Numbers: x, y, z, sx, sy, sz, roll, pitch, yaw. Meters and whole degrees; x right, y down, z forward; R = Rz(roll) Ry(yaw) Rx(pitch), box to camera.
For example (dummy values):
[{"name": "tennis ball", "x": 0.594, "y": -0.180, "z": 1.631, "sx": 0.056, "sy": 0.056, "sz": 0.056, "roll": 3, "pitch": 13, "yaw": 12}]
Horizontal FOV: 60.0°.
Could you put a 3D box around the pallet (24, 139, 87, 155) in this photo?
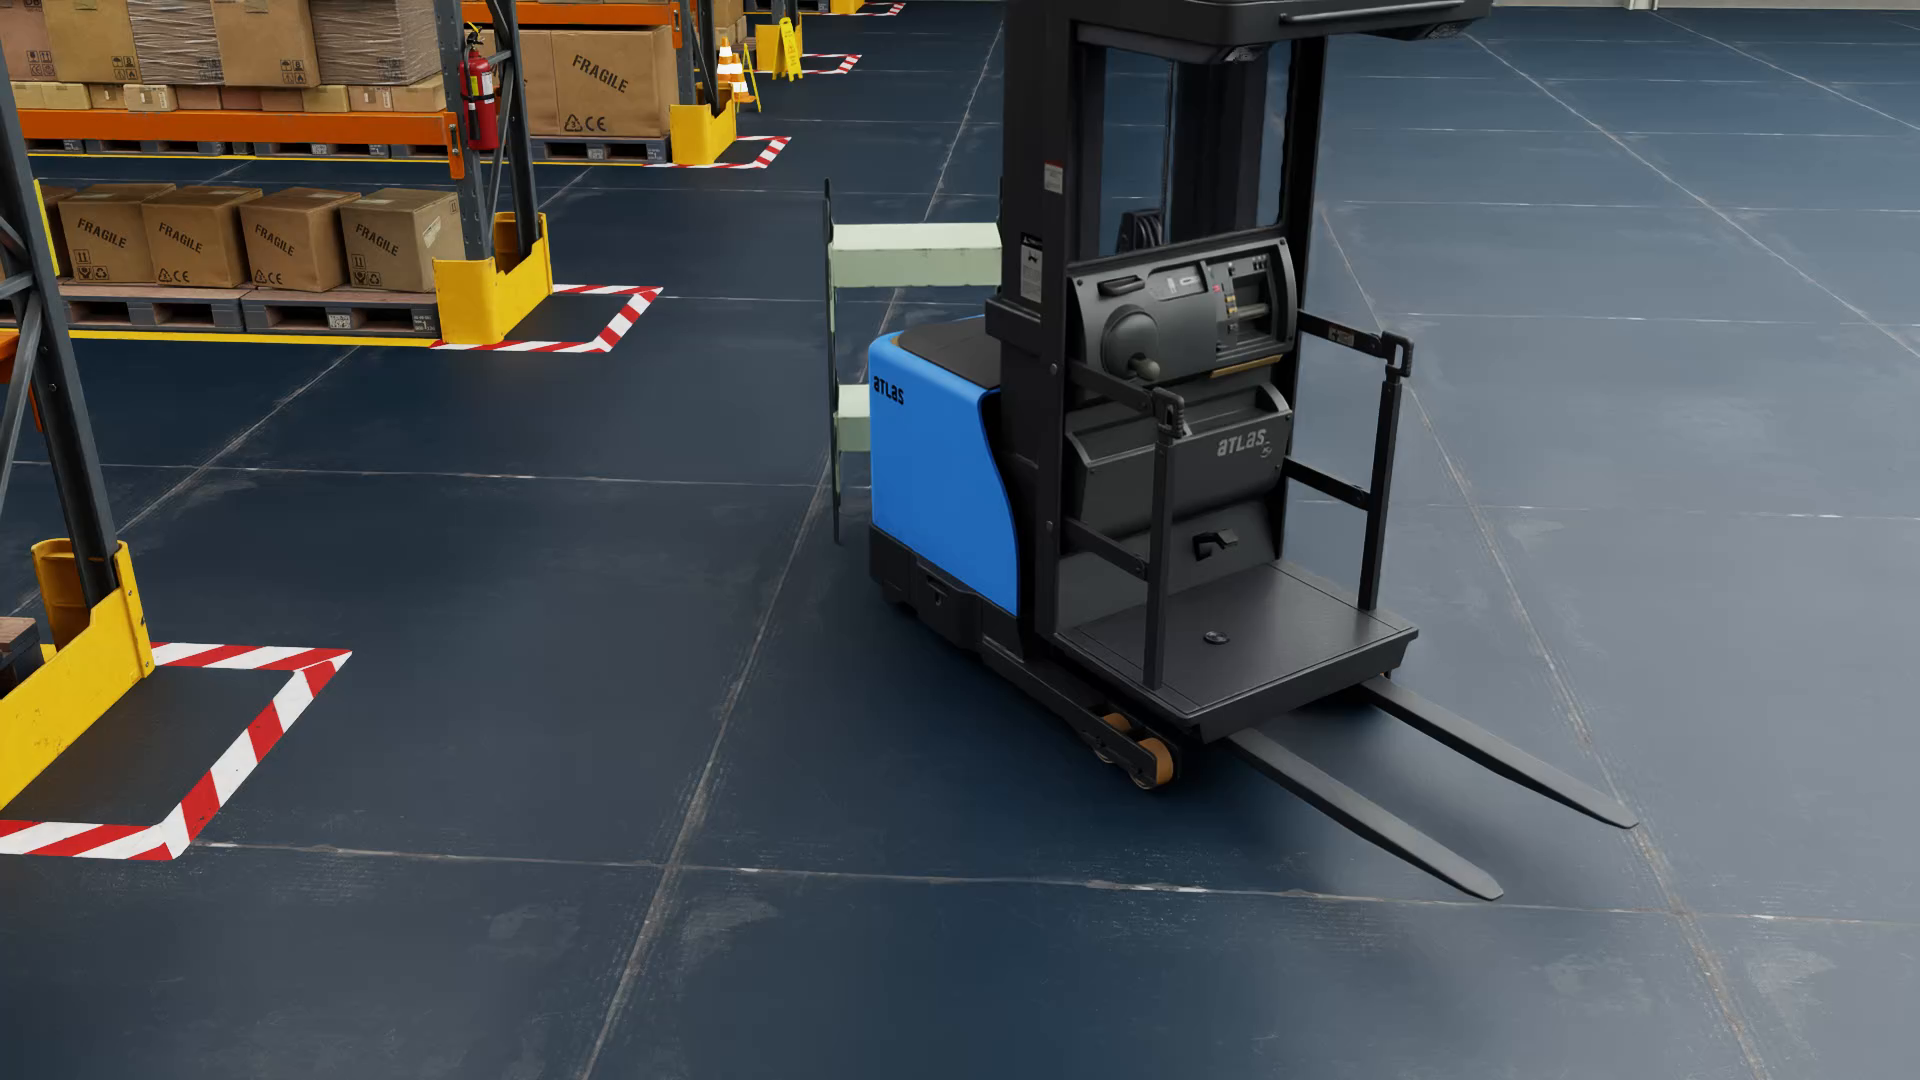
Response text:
[{"name": "pallet", "x": -8.262, "y": -3.705, "z": 15.048, "sx": 1.213, "sy": 0.211, "sz": 1.003, "roll": 2, "pitch": 25, "yaw": 4}]

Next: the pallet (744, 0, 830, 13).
[{"name": "pallet", "x": -2.390, "y": -7.688, "z": 23.704, "sx": 1.213, "sy": 0.211, "sz": 1.003, "roll": 2, "pitch": 25, "yaw": 4}]

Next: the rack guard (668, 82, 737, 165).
[{"name": "rack guard", "x": -2.255, "y": -3.676, "z": 14.640, "sx": 0.348, "sy": 0.500, "sz": 1.175, "roll": 2, "pitch": 25, "yaw": 4}]

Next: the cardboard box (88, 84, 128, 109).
[{"name": "cardboard box", "x": -4.807, "y": -2.598, "z": 9.609, "sx": 0.250, "sy": 0.149, "sz": 0.380, "roll": 2, "pitch": 25, "yaw": 4}]

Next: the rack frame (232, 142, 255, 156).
[{"name": "rack frame", "x": -6.267, "y": -4.940, "z": 14.398, "sx": 0.127, "sy": 3.000, "sz": 1.000, "roll": 2, "pitch": 25, "yaw": 4}]

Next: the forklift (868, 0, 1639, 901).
[{"name": "forklift", "x": 0.878, "y": -0.740, "z": 5.353, "sx": 1.130, "sy": 2.935, "sz": 3.031, "roll": -16, "pitch": 29, "yaw": -31}]

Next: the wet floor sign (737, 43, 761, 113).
[{"name": "wet floor sign", "x": -2.099, "y": -4.567, "z": 16.403, "sx": 0.232, "sy": 0.644, "sz": 0.267, "roll": -2, "pitch": 25, "yaw": -5}]

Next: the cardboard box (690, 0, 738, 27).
[{"name": "cardboard box", "x": -2.820, "y": -6.078, "z": 18.760, "sx": 0.500, "sy": 0.500, "sz": 0.500, "roll": 2, "pitch": 25, "yaw": 4}]

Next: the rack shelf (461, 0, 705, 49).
[{"name": "rack shelf", "x": -4.273, "y": -4.549, "z": 14.409, "sx": 4.000, "sy": 0.370, "sz": 1.077, "roll": 2, "pitch": 25, "yaw": 4}]

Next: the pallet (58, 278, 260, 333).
[{"name": "pallet", "x": -4.856, "y": -1.565, "z": 10.398, "sx": 1.213, "sy": 0.211, "sz": 1.003, "roll": 2, "pitch": 25, "yaw": 4}]

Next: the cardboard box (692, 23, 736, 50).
[{"name": "cardboard box", "x": -2.851, "y": -5.735, "z": 18.911, "sx": 0.500, "sy": 0.250, "sz": 0.500, "roll": 2, "pitch": 25, "yaw": 4}]

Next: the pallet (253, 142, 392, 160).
[{"name": "pallet", "x": -5.515, "y": -3.616, "z": 14.857, "sx": 1.213, "sy": 0.211, "sz": 1.003, "roll": 2, "pitch": 25, "yaw": 4}]

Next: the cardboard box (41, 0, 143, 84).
[{"name": "cardboard box", "x": -4.806, "y": -2.979, "z": 9.659, "sx": 0.500, "sy": 0.500, "sz": 0.875, "roll": 2, "pitch": 25, "yaw": 4}]

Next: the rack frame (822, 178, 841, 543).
[{"name": "rack frame", "x": -0.546, "y": -0.751, "z": 7.089, "sx": 0.023, "sy": 1.500, "sz": 0.400, "roll": -1, "pitch": 25, "yaw": -3}]

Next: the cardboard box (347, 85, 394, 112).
[{"name": "cardboard box", "x": -3.309, "y": -2.565, "z": 9.537, "sx": 0.250, "sy": 0.149, "sz": 0.380, "roll": 2, "pitch": 25, "yaw": 4}]

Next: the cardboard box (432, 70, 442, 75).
[{"name": "cardboard box", "x": -3.026, "y": -2.742, "z": 9.922, "sx": 0.250, "sy": 0.149, "sz": 0.380, "roll": 2, "pitch": 25, "yaw": 4}]

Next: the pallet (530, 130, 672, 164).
[{"name": "pallet", "x": -3.082, "y": -3.538, "z": 14.687, "sx": 1.213, "sy": 0.211, "sz": 1.003, "roll": 2, "pitch": 25, "yaw": 4}]

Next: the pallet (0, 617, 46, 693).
[{"name": "pallet", "x": -4.028, "y": 0.572, "z": 5.755, "sx": 1.213, "sy": 0.211, "sz": 1.003, "roll": 2, "pitch": 25, "yaw": 4}]

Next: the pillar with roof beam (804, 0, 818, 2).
[{"name": "pillar with roof beam", "x": -2.579, "y": -10.276, "z": 18.818, "sx": 0.400, "sy": 9.000, "sz": 9.100, "roll": 2, "pitch": 25, "yaw": 4}]

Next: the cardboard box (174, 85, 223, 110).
[{"name": "cardboard box", "x": -4.307, "y": -2.590, "z": 9.591, "sx": 0.250, "sy": 0.149, "sz": 0.380, "roll": 2, "pitch": 25, "yaw": 4}]

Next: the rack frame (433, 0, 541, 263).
[{"name": "rack frame", "x": -2.760, "y": -2.748, "z": 9.634, "sx": 0.127, "sy": 3.000, "sz": 1.000, "roll": 2, "pitch": 25, "yaw": 4}]

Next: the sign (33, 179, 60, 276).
[{"name": "sign", "x": -3.092, "y": -1.039, "z": 5.588, "sx": 0.005, "sy": 0.325, "sz": 0.100, "roll": 2, "pitch": 25, "yaw": 4}]

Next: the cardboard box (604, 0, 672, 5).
[{"name": "cardboard box", "x": -2.653, "y": -4.873, "z": 14.073, "sx": 0.550, "sy": 0.550, "sz": 0.875, "roll": 2, "pitch": 25, "yaw": 4}]

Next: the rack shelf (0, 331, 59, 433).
[{"name": "rack shelf", "x": -5.133, "y": -0.421, "z": 5.437, "sx": 4.000, "sy": 0.370, "sz": 1.077, "roll": 2, "pitch": 25, "yaw": 4}]

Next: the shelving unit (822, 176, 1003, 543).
[{"name": "shelving unit", "x": -0.181, "y": -0.759, "z": 7.106, "sx": 0.755, "sy": 1.500, "sz": 0.431, "roll": -1, "pitch": 25, "yaw": -3}]

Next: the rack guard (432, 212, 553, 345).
[{"name": "rack guard", "x": -2.835, "y": -1.615, "z": 10.162, "sx": 0.348, "sy": 0.500, "sz": 1.175, "roll": 2, "pitch": 25, "yaw": 4}]

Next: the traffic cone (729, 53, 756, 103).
[{"name": "traffic cone", "x": -2.274, "y": -4.729, "z": 16.973, "sx": 0.334, "sy": 0.463, "sz": 0.336, "roll": 2, "pitch": 25, "yaw": 4}]

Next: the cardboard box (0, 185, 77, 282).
[{"name": "cardboard box", "x": -5.780, "y": -1.887, "z": 10.250, "sx": 0.500, "sy": 0.500, "sz": 0.500, "roll": 10, "pitch": 27, "yaw": 21}]

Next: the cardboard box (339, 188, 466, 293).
[{"name": "cardboard box", "x": -3.381, "y": -1.830, "z": 10.127, "sx": 0.500, "sy": 0.500, "sz": 0.500, "roll": 6, "pitch": 25, "yaw": 14}]

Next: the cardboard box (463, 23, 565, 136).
[{"name": "cardboard box", "x": -3.838, "y": -4.059, "z": 14.522, "sx": 0.875, "sy": 0.875, "sz": 0.875, "roll": 1, "pitch": 25, "yaw": 3}]

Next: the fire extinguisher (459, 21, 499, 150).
[{"name": "fire extinguisher", "x": -2.681, "y": -2.517, "z": 9.225, "sx": 0.183, "sy": 0.674, "sz": 0.296, "roll": 2, "pitch": 25, "yaw": 4}]

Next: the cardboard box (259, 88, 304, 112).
[{"name": "cardboard box", "x": -3.810, "y": -2.566, "z": 9.539, "sx": 0.250, "sy": 0.149, "sz": 0.380, "roll": 2, "pitch": 25, "yaw": 4}]

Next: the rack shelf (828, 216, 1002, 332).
[{"name": "rack shelf", "x": -0.181, "y": -1.114, "z": 6.943, "sx": 0.720, "sy": 0.370, "sz": 0.431, "roll": -1, "pitch": 25, "yaw": -3}]

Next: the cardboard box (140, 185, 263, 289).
[{"name": "cardboard box", "x": -4.602, "y": -1.863, "z": 10.198, "sx": 0.500, "sy": 0.500, "sz": 0.500, "roll": 4, "pitch": 25, "yaw": 9}]

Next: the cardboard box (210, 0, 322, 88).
[{"name": "cardboard box", "x": -3.814, "y": -2.924, "z": 9.540, "sx": 0.500, "sy": 0.500, "sz": 0.875, "roll": 2, "pitch": 25, "yaw": 4}]

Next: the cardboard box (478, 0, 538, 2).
[{"name": "cardboard box", "x": -3.751, "y": -4.952, "z": 14.244, "sx": 0.550, "sy": 0.550, "sz": 0.875, "roll": 2, "pitch": 25, "yaw": 4}]

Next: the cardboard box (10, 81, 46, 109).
[{"name": "cardboard box", "x": -5.308, "y": -2.600, "z": 9.613, "sx": 0.250, "sy": 0.149, "sz": 0.380, "roll": 2, "pitch": 25, "yaw": 4}]
